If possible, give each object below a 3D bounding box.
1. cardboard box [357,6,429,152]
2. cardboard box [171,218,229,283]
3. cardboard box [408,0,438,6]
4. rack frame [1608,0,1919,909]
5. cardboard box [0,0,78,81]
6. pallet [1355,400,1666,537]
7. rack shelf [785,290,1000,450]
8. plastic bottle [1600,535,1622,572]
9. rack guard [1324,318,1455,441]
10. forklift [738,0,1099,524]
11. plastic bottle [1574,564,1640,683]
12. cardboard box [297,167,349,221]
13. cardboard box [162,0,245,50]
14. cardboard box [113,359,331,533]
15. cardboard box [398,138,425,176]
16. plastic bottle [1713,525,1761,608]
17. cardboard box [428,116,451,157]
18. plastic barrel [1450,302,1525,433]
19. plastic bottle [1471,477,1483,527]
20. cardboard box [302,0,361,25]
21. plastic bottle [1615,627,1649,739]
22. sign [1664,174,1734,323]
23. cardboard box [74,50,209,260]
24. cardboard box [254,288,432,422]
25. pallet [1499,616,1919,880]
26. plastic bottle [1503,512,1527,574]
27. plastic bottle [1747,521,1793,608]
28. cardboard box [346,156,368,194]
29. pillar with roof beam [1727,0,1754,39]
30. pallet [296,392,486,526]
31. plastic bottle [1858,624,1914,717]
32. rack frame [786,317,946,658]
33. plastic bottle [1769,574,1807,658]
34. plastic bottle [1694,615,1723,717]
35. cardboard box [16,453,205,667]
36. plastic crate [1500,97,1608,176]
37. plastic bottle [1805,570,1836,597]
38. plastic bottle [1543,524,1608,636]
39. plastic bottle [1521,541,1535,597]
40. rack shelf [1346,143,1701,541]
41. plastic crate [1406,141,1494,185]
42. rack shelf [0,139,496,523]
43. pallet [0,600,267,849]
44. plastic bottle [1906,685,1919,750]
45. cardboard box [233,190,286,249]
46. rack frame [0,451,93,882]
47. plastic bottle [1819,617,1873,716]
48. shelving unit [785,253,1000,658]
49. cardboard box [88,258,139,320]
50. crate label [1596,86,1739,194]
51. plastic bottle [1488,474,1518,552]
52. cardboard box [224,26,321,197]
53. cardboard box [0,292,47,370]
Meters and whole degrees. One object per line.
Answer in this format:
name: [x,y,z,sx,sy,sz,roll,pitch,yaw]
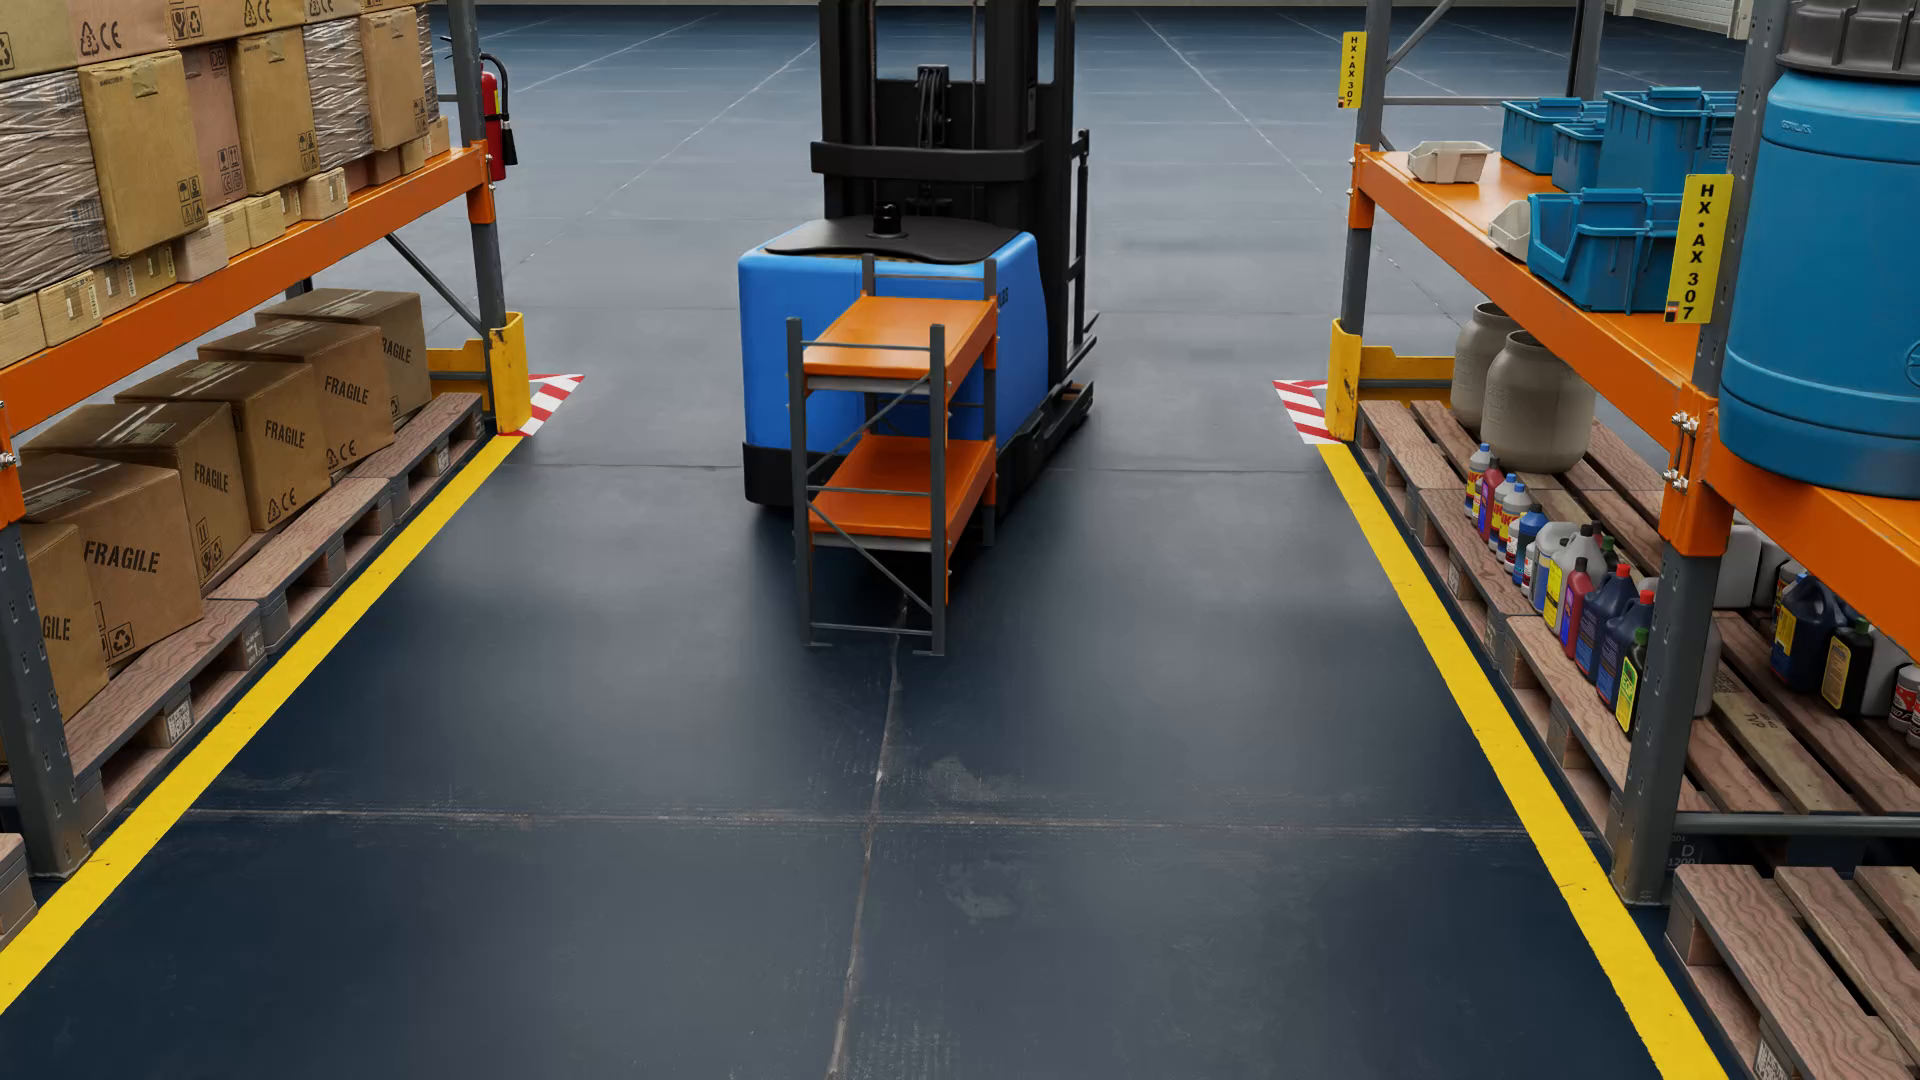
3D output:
cardboard box: [-2.606,-1.800,6.472,0.875,0.500,0.500,1,21,2]
cardboard box: [-2.433,-0.868,4.966,0.380,0.149,0.250,1,21,2]
cardboard box: [-2.436,-2.445,6.753,0.500,0.500,0.500,1,21,2]
rack frame: [2.163,-0.495,3.657,1.000,3.000,0.127,1,21,2]
cardboard box: [-2.520,-1.361,3.957,0.500,0.500,0.500,1,21,2]
pallet: [2.299,-0.319,7.060,1.003,0.211,1.213,1,21,2]
rack shelf: [-0.204,-0.608,5.733,0.538,0.278,1.000,4,22,10]
plastic bottle: [2.013,0.136,5.178,0.061,0.283,0.133,1,21,2]
rack guard: [2.329,-0.748,7.765,1.175,0.500,0.348,1,21,2]
forklift: [0.019,-1.928,7.446,1.130,2.935,3.031,6,22,15]
plastic bottle: [1.900,0.230,4.844,0.144,0.351,0.185,0,21,-1]
cardboard box: [-2.409,-1.230,5.898,0.380,0.149,0.250,1,21,2]
cardboard box: [-2.491,-1.722,4.889,0.500,0.500,0.500,1,21,2]
cardboard box: [-2.724,-0.358,6.179,0.500,0.500,0.500,3,21,7]
cardboard box: [-2.433,-1.592,6.832,0.380,0.149,0.250,1,21,2]
plastic bottle: [2.472,0.068,5.364,0.152,0.276,0.135,1,21,2]
cardboard box: [-2.469,-1.773,7.299,0.380,0.149,0.250,1,21,2]
plastic barrel: [2.341,-0.738,7.143,0.421,0.512,0.421,0,21,0]
plastic bottle: [1.915,-0.152,6.034,0.097,0.201,0.097,0,21,0]
cardboard box: [-2.463,-2.084,5.821,0.500,0.500,0.500,1,21,2]
plastic bottle: [1.848,0.389,4.527,0.061,0.283,0.133,2,21,4]
sign: [1.613,-0.634,3.633,0.100,0.325,0.005,1,21,2]
cardboard box: [-2.662,-1.077,4.608,0.875,0.500,0.500,1,21,2]
cardboard box: [-2.702,-0.800,7.320,0.500,0.500,0.500,5,22,12]
pallet: [2.225,0.563,4.786,1.003,0.211,1.213,1,21,2]
plastic bottle: [1.901,0.007,5.626,0.097,0.201,0.097,0,21,0]
plastic bottle: [2.621,0.026,5.369,0.144,0.351,0.185,0,21,1]
cardboard box: [-2.505,-1.412,6.367,0.380,0.149,0.250,1,21,2]
pillar with roof beam: [9.457,-13.091,27.828,9.100,9.000,0.400,1,21,2]
pallet: [-2.729,-0.375,7.203,1.003,0.211,1.213,1,21,2]
plastic bottle: [2.593,0.342,4.657,0.152,0.276,0.135,1,21,4]
rack frame: [-0.295,-0.154,5.372,0.500,1.125,0.032,4,22,10]
plastic bottle: [2.486,0.231,4.950,0.097,0.271,0.097,0,21,0]
plastic bottle: [2.038,0.301,4.661,0.144,0.351,0.185,1,21,2]
cardboard box: [-2.726,0.069,5.079,0.500,0.500,0.500,8,22,19]
plastic crate: [2.568,-1.687,6.937,0.499,0.251,0.616,1,21,2]
plastic bottle: [2.608,0.180,4.973,0.144,0.351,0.185,0,21,-1]
plastic bottle: [1.910,0.113,5.145,0.144,0.351,0.185,1,21,1]
plastic bottle: [1.895,0.081,5.434,0.097,0.201,0.097,0,21,0]
rack shelf: [2.224,-0.882,5.651,1.077,0.370,4.000,1,21,2]
plastic crate: [1.936,-1.498,6.608,0.298,0.136,0.250,1,21,2]
rack shelf: [-2.727,-0.937,5.792,1.077,0.370,4.000,1,21,2]
pallet: [-2.803,0.508,4.929,1.003,0.211,1.213,1,21,2]
plastic bottle: [2.614,0.458,4.463,0.097,0.201,0.097,0,21,0]
cardboard box: [-2.448,-1.049,5.433,0.380,0.149,0.250,1,21,2]
rack frame: [-2.788,-0.549,3.798,1.000,3.000,0.127,1,21,2]
plastic bottle: [2.487,0.338,4.658,0.061,0.283,0.133,1,21,2]
shelving unit: [-0.204,-0.335,5.838,0.538,1.125,1.048,4,22,10]
cardboard box: [-2.480,-0.687,4.501,0.380,0.149,0.250,1,21,2]
crate label: [2.499,-1.289,5.655,0.502,0.435,0.616,1,21,2]
plastic bottle: [1.907,-0.098,5.799,0.097,0.271,0.097,0,21,0]
cardboard box: [-2.691,-1.439,5.542,0.875,0.500,0.500,1,21,2]
cardboard box: [-2.481,-0.507,4.035,0.380,0.149,0.250,1,21,2]
